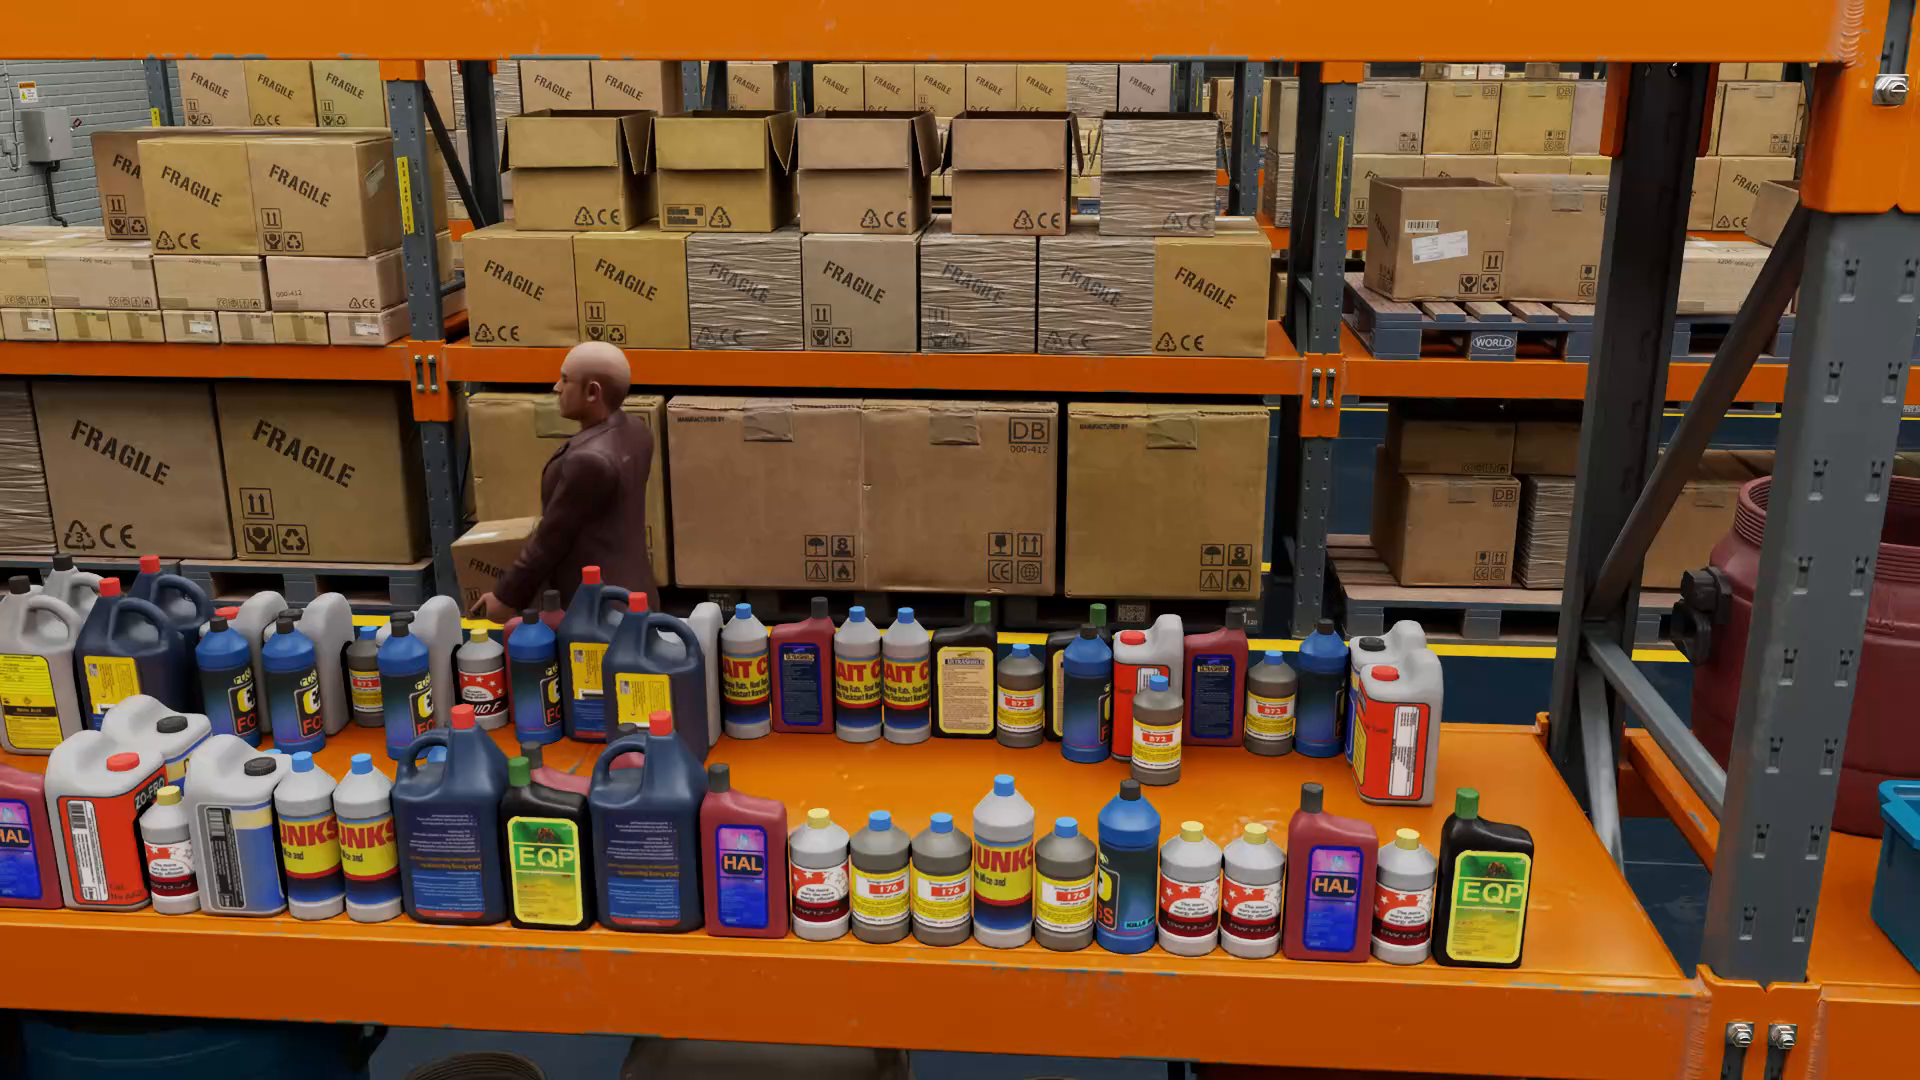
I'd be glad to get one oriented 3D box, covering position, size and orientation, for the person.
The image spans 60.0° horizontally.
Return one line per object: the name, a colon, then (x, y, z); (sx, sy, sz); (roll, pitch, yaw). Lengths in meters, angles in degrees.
person: (-1.240, 0.247, 5.281); (0.545, 1.779, 0.524); (1, 17, 4)
